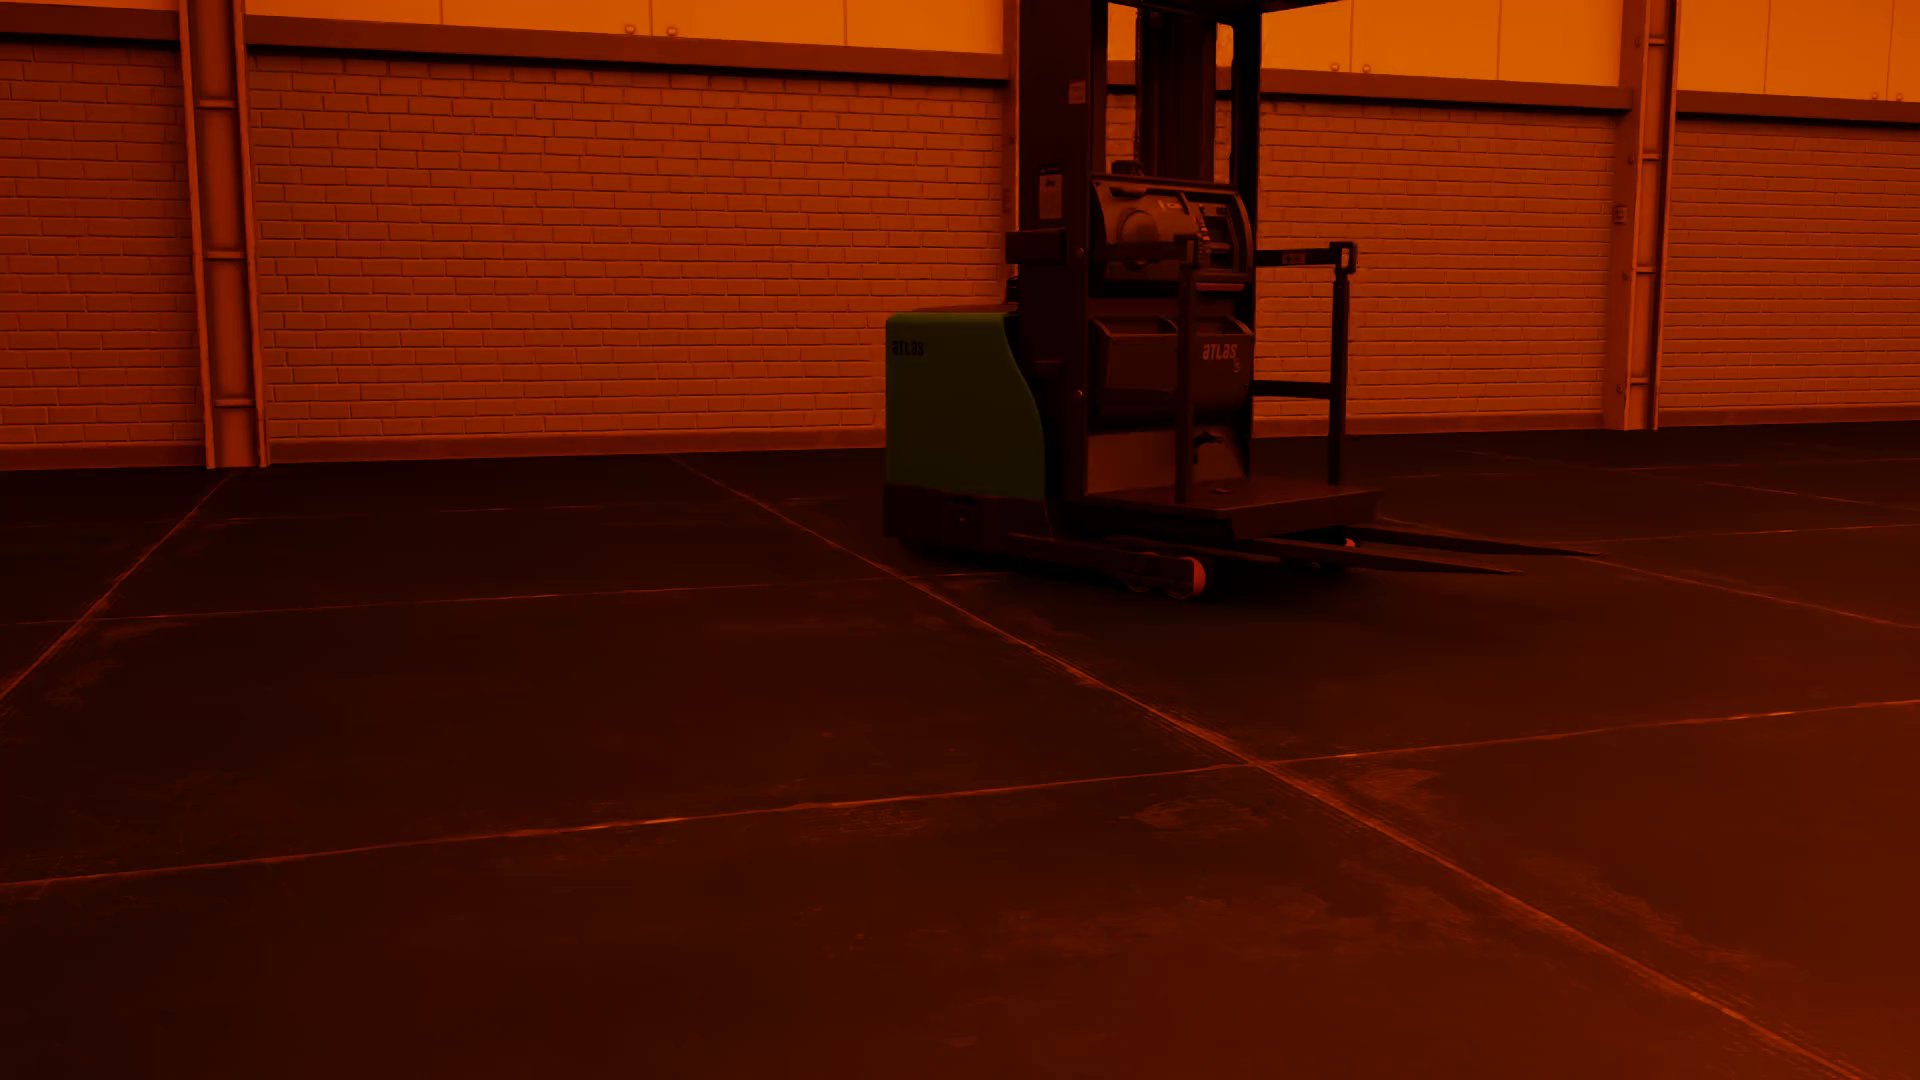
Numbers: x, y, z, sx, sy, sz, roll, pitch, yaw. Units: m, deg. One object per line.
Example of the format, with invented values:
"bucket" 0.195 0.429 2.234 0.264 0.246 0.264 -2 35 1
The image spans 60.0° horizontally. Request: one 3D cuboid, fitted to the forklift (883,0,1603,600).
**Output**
"forklift" 1.021 -1.304 6.638 1.130 2.935 3.031 -7 11 -42
